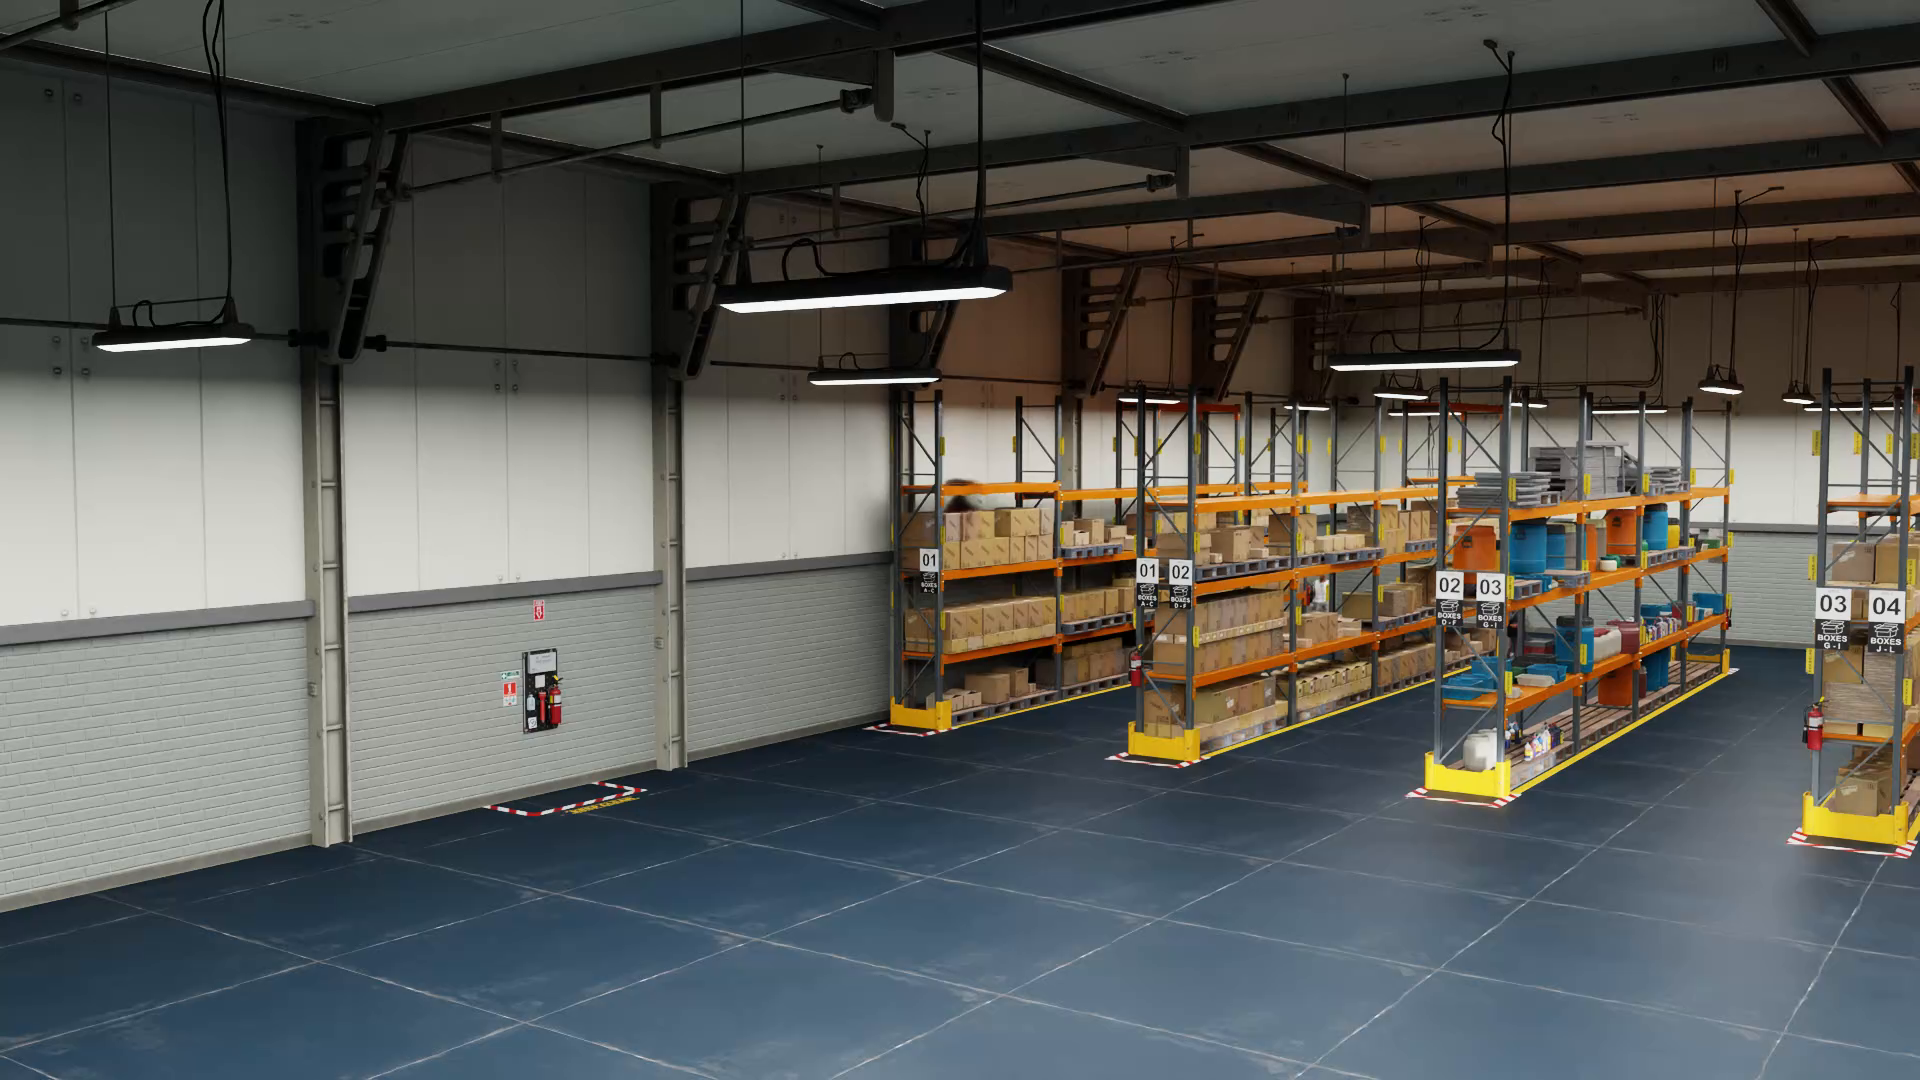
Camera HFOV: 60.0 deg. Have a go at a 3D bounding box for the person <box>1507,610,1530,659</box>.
[{"bbox_3d":[11.943,2.101,35.797,0.635,1.696,0.995,2,4,32],"label":"person"}]

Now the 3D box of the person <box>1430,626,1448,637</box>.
[{"bbox_3d":[11.966,1.792,41.705,0.579,1.737,0.435,1,3,12],"label":"person"}]

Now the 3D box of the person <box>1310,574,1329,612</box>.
[{"bbox_3d":[9.492,1.659,43.571,0.606,1.787,0.499,0,3,4],"label":"person"}]
